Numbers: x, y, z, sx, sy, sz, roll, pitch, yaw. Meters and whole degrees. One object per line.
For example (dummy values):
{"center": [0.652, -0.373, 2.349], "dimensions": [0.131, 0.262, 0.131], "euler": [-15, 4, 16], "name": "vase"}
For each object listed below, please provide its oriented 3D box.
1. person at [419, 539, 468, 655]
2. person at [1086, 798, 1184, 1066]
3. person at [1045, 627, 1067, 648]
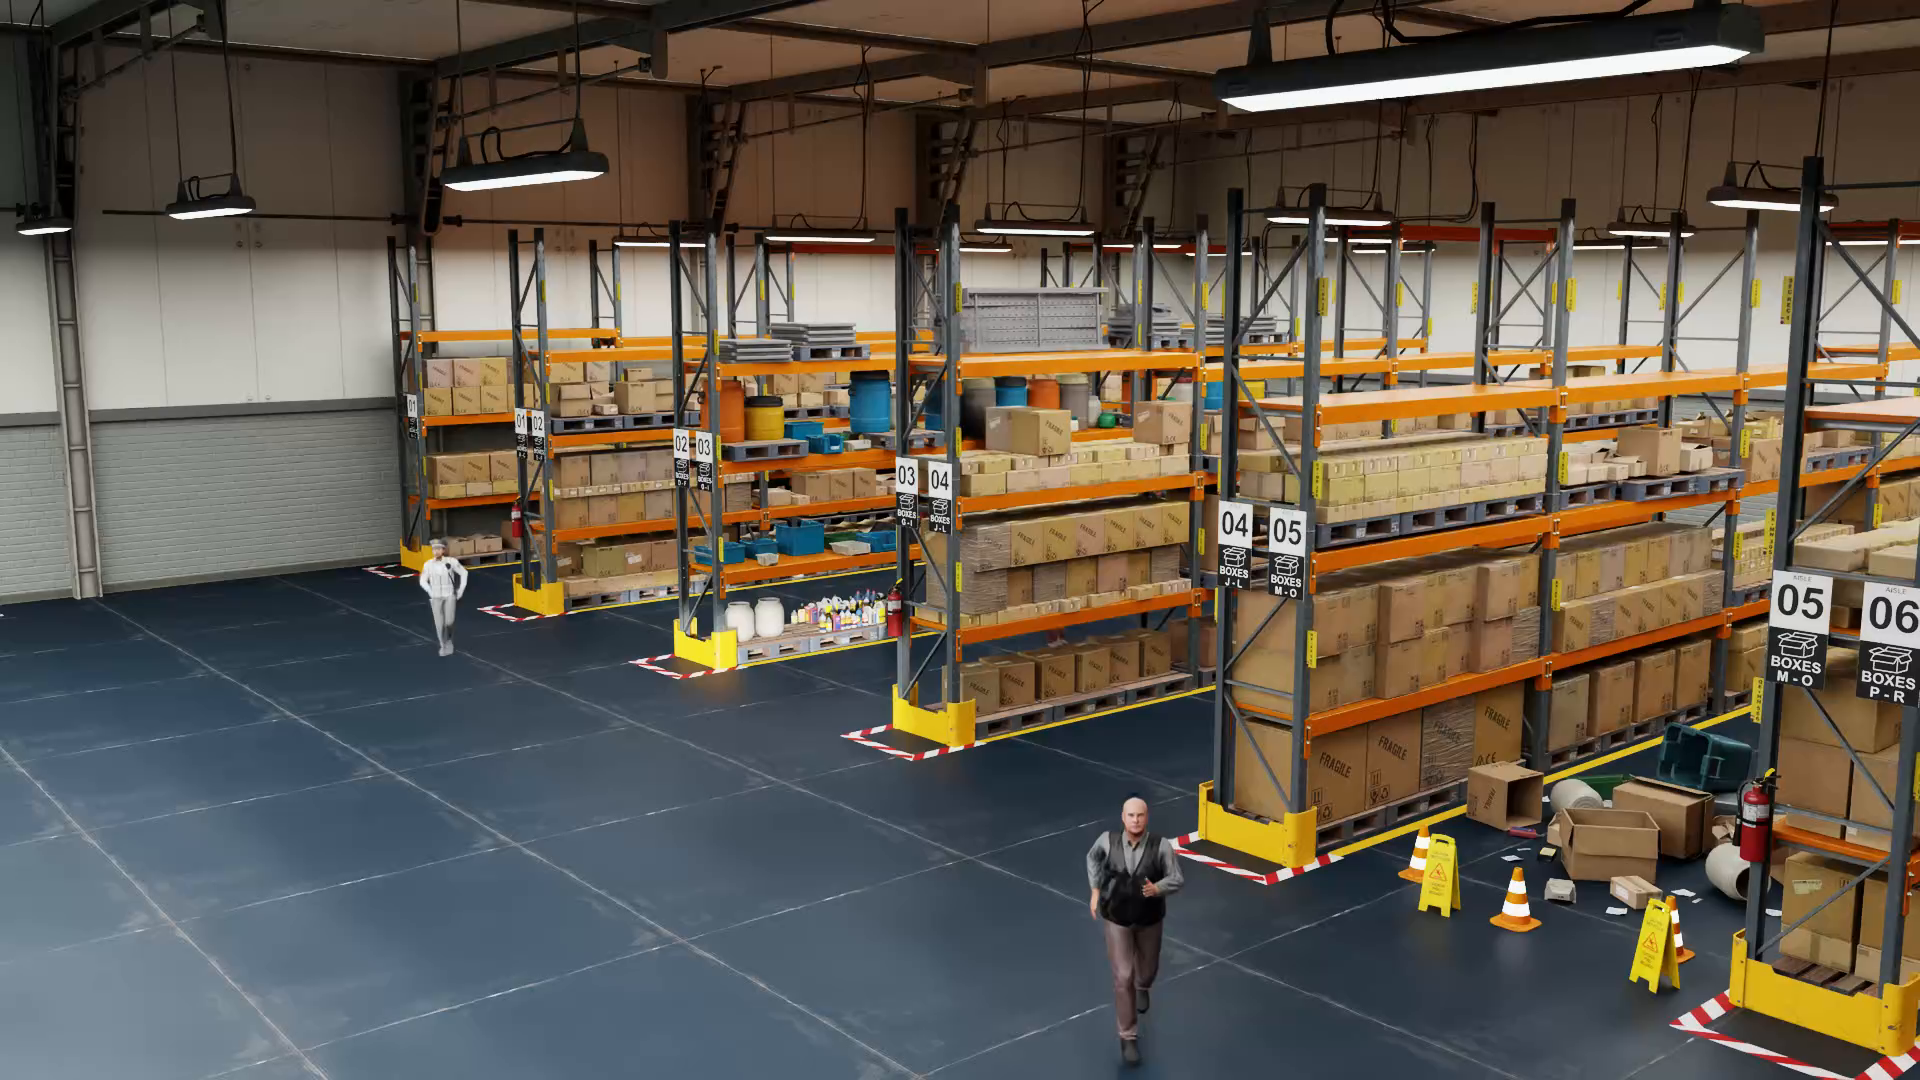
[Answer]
{"center": [-7.187, 0.802, 23.131], "dimensions": [0.628, 1.651, 0.593], "euler": [-1, 9, -9], "name": "person"}
{"center": [1.183, 2.572, 11.317], "dimensions": [0.657, 1.706, 0.952], "euler": [1, 9, 4], "name": "person"}
{"center": [1.187, 0.668, 22.237], "dimensions": [0.641, 1.719, 0.571], "euler": [-7, 11, -40], "name": "person"}
